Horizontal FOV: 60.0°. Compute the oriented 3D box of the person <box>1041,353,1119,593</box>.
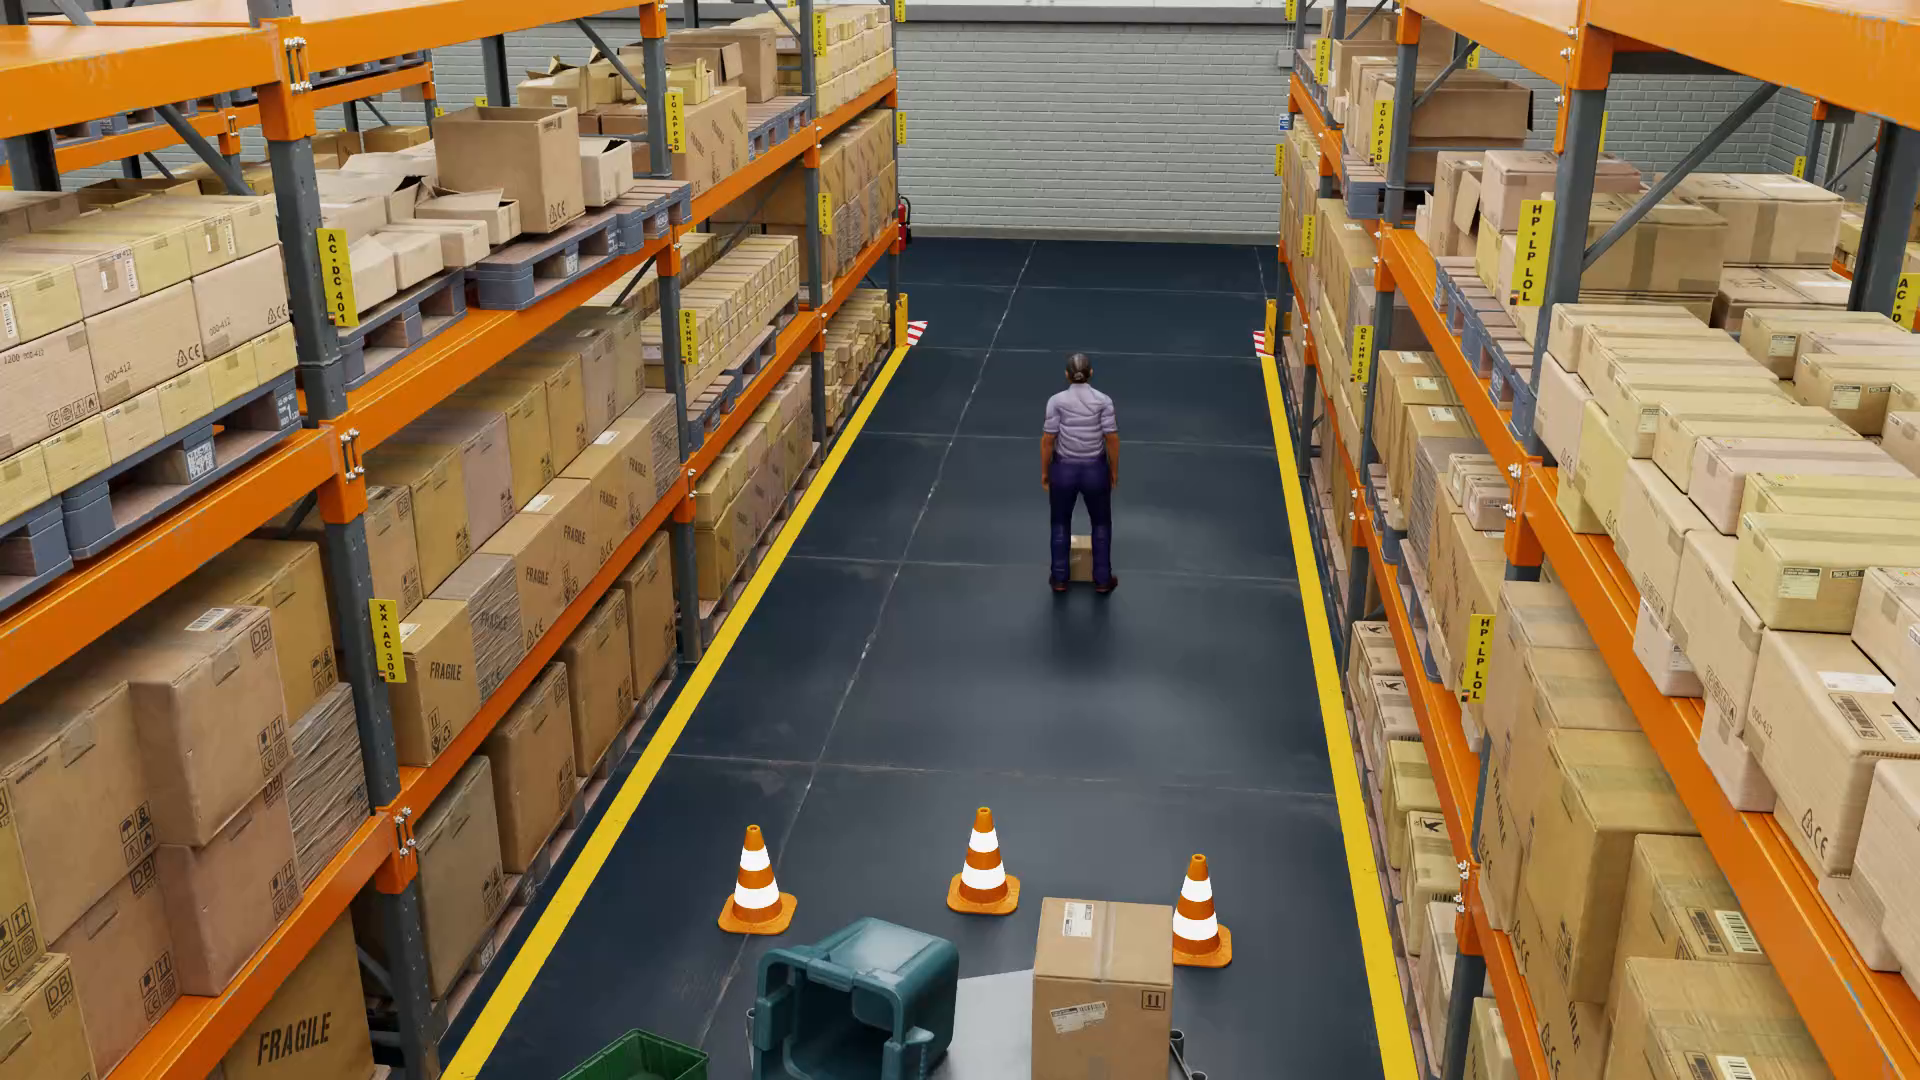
[{"bbox_3d":[0.819,-0.439,11.221,0.555,1.650,0.377,1,21,3],"label":"person"}]
